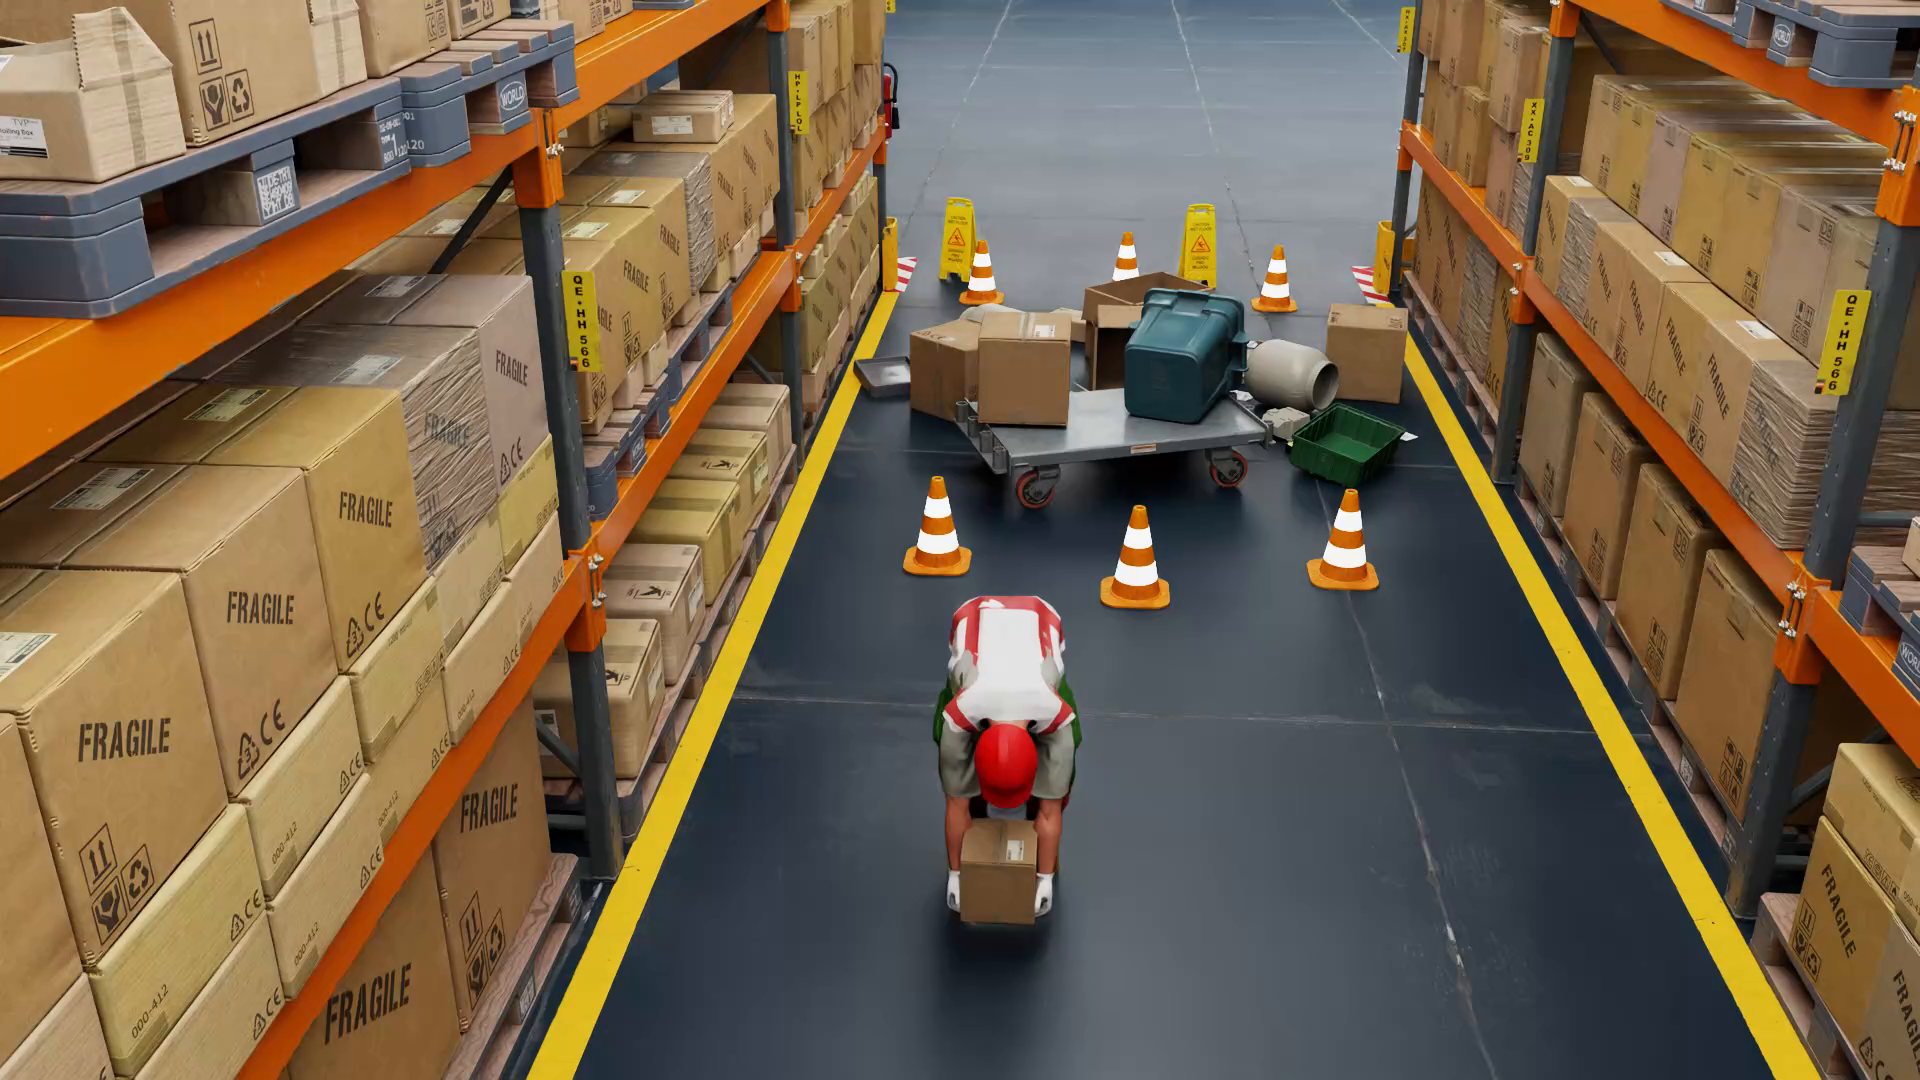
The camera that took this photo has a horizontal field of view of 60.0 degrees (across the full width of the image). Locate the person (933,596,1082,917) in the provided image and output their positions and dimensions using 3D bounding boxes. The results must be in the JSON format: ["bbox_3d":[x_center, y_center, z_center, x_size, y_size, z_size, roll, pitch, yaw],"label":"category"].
[{"bbox_3d":[0.163,0.783,5.747,0.522,1.036,0.957,1,24,2],"label":"person"}]
